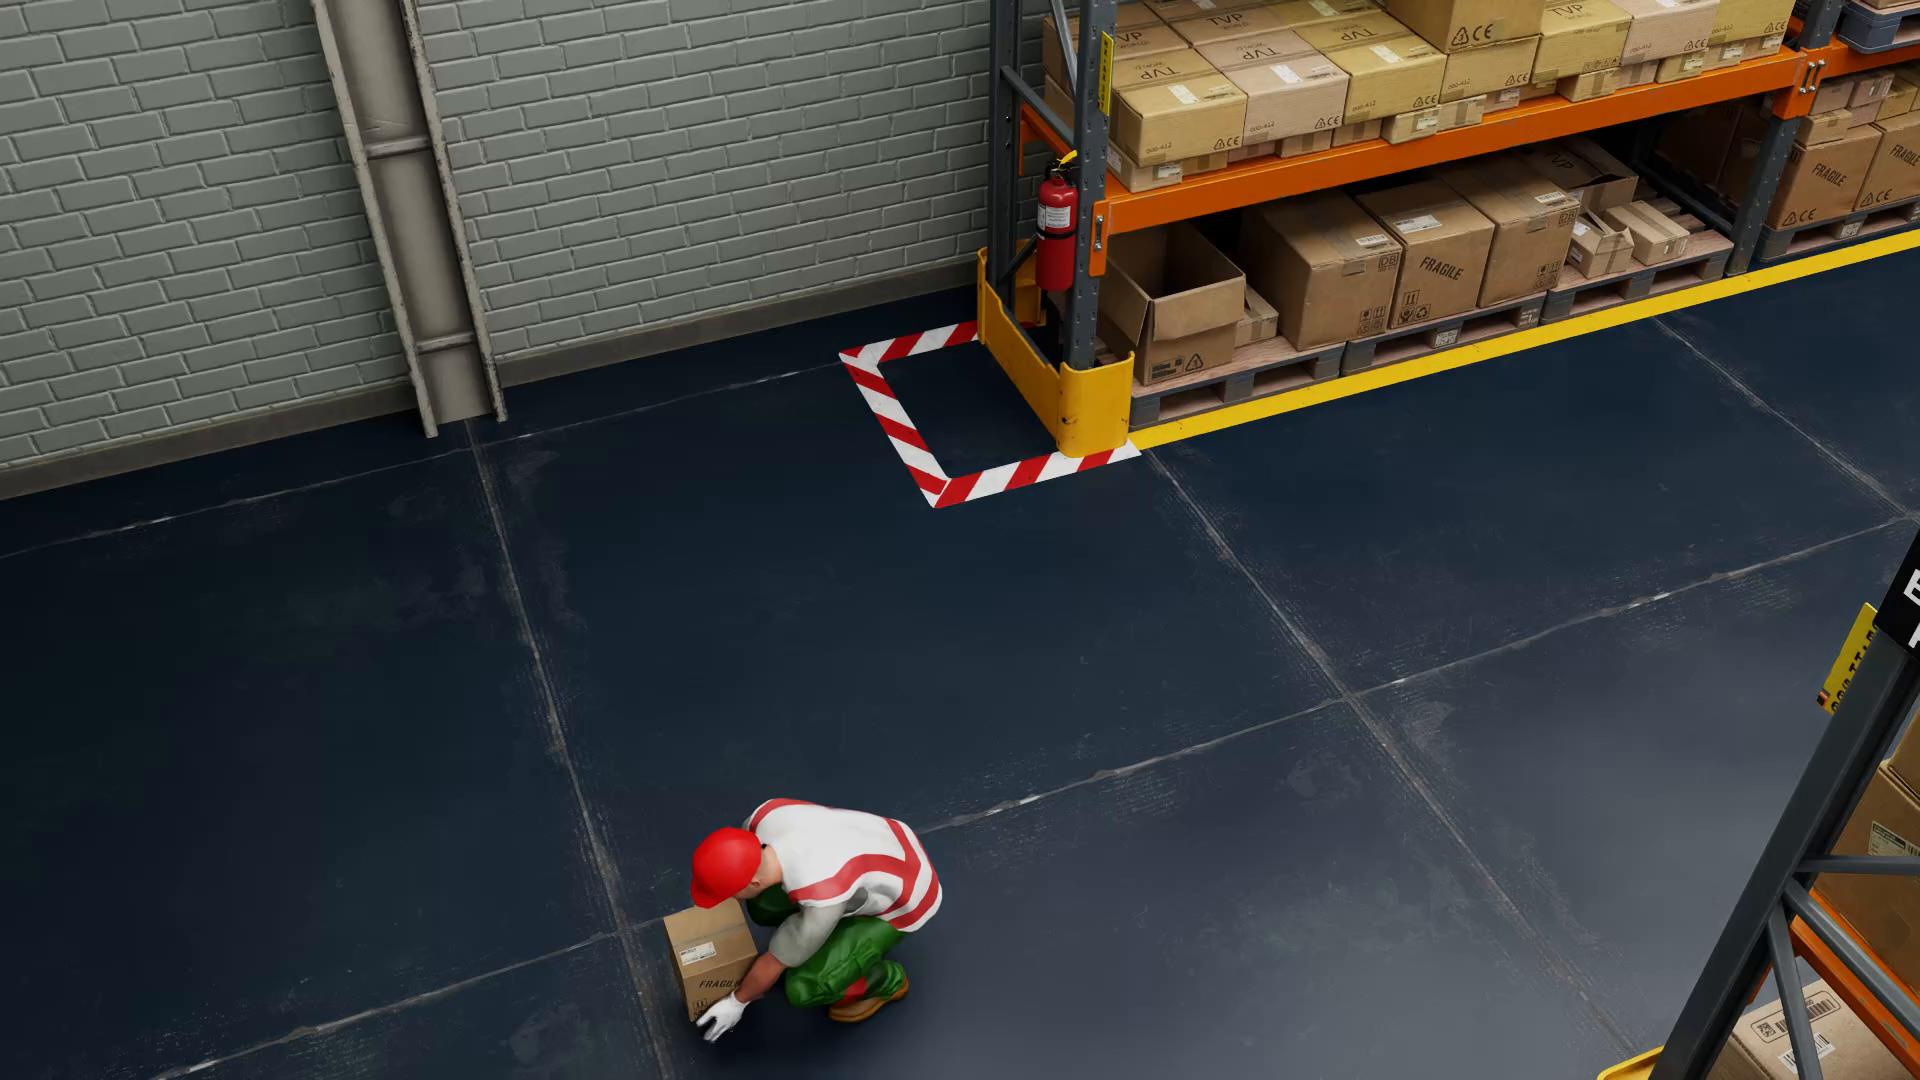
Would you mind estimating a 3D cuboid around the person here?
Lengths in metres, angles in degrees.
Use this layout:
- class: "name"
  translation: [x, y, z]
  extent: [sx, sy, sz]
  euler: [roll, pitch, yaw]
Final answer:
- class: "person"
  translation: [-0.495, 1.175, 5.416]
  extent: [0.885, 0.992, 0.551]
  euler: [-16, 44, -17]
